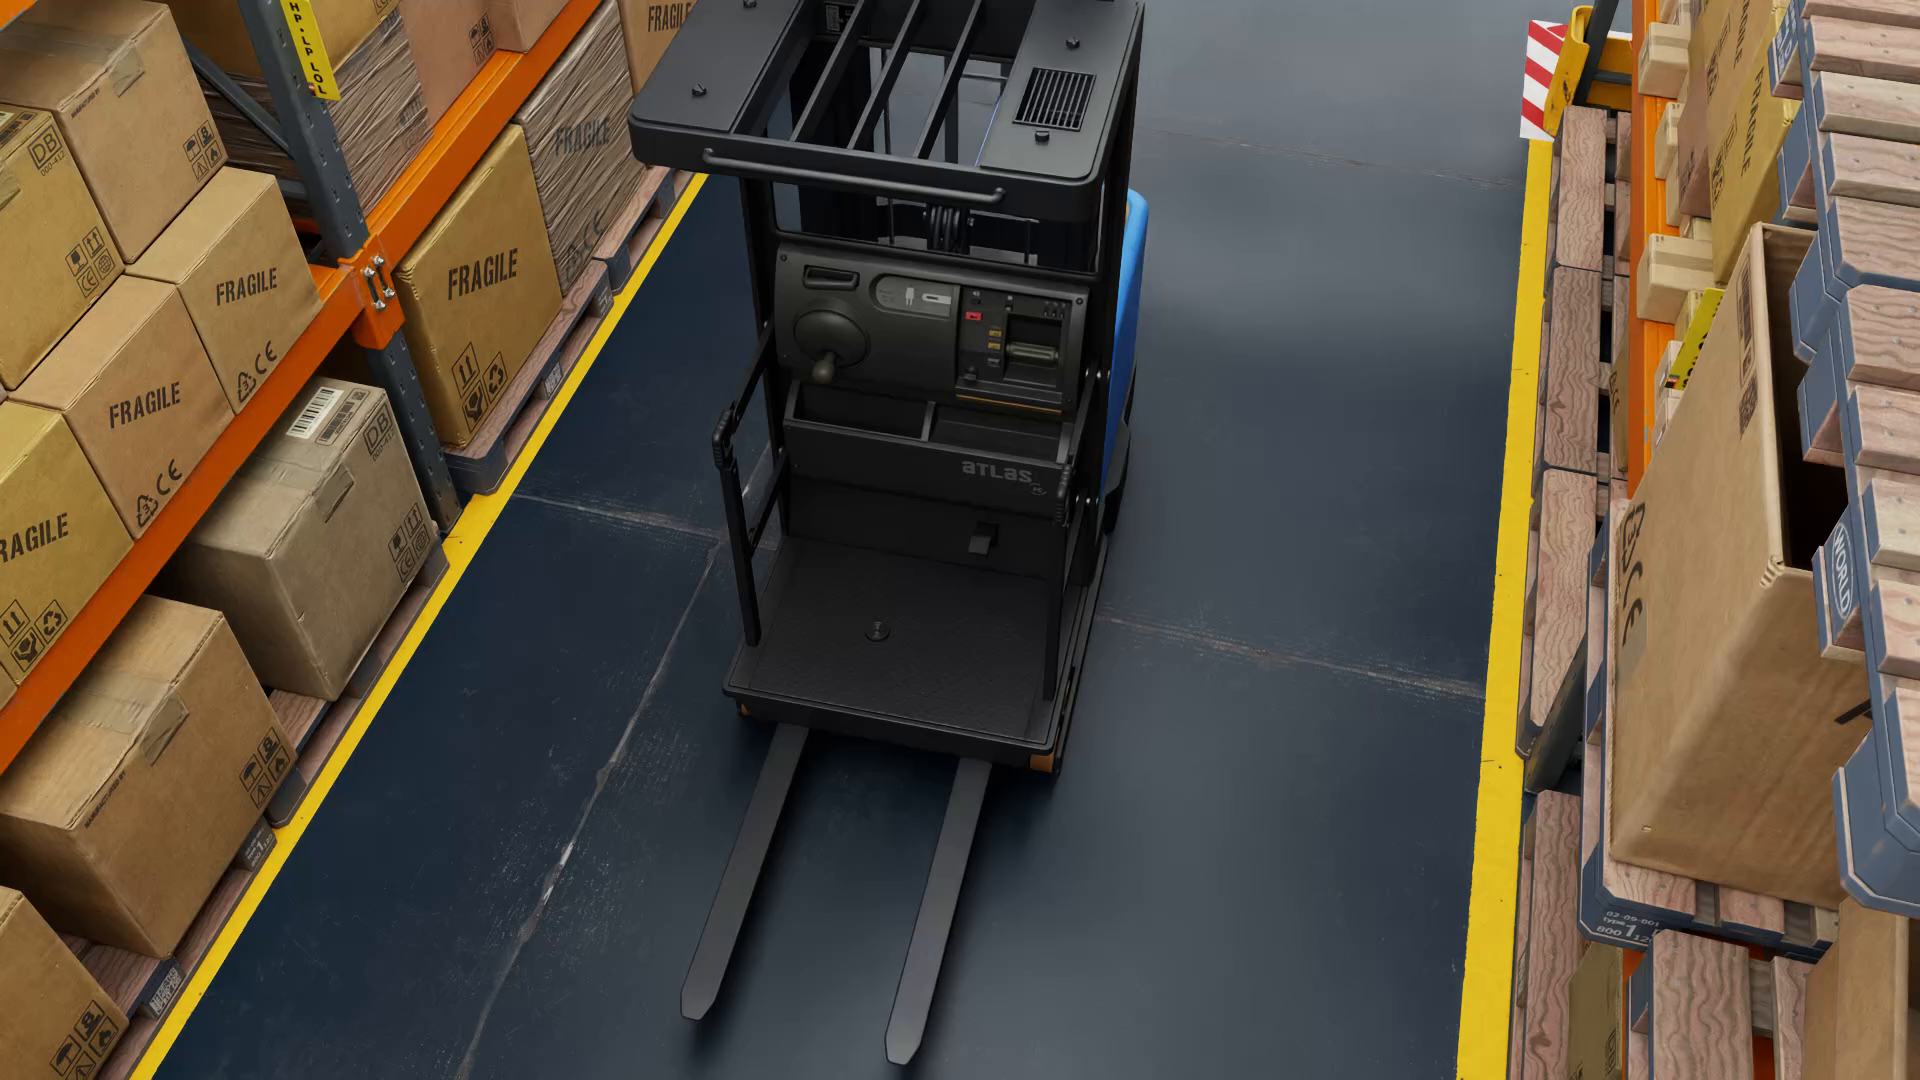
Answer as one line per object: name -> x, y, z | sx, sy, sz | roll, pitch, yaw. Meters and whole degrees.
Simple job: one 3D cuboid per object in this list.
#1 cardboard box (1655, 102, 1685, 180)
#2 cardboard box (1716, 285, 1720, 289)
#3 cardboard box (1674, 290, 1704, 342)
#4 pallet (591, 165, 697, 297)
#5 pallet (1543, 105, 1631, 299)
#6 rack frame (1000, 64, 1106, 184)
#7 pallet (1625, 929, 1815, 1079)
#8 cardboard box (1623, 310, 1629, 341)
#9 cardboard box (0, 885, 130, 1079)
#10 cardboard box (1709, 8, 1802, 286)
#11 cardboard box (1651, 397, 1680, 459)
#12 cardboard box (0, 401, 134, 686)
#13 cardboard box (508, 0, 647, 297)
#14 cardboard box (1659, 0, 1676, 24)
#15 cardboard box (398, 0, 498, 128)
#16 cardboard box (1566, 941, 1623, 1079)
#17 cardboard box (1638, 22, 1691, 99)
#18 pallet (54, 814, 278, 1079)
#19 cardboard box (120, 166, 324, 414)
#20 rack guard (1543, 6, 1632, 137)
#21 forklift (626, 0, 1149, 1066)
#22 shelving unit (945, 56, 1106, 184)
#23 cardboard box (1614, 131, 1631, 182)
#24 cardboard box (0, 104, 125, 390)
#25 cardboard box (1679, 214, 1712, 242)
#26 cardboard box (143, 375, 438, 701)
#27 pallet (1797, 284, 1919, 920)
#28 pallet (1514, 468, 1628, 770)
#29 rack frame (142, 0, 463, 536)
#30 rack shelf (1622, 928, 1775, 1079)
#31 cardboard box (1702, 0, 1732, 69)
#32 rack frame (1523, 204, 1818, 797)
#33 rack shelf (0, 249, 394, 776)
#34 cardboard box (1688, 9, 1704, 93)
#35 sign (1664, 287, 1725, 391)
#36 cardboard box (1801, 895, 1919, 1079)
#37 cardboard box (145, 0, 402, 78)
cardboard box -> 2.547, -1.312, 5.575 | 0.380, 0.149, 0.250 | 12, 50, 10
cardboard box -> 2.709, -0.899, 4.778 | 0.875, 0.500, 0.500 | 12, 50, 10
cardboard box -> 2.337, -0.578, 4.927 | 0.380, 0.149, 0.250 | 12, 50, 10
pallet -> -1.798, -1.649, 7.565 | 1.003, 0.211, 1.213 | 12, 50, 10
pallet -> 3.150, -1.435, 7.376 | 1.003, 0.211, 1.213 | 12, 50, 10
rack frame -> 0.418, -1.920, 6.944 | 0.500, 1.500, 0.032 | 10, 49, 8
pallet -> 1.794, 1.417, 3.127 | 1.003, 0.211, 1.213 | 12, 50, 10
cardboard box -> 2.930, -0.968, 6.491 | 0.500, 0.500, 0.500 | 16, 50, 14
cardboard box -> -2.972, 1.291, 4.330 | 1.050, 0.750, 0.750 | 12, 50, 11
cardboard box -> 2.218, -0.942, 4.149 | 0.500, 0.500, 0.500 | 12, 50, 10
cardboard box -> 2.138, -0.230, 4.620 | 0.380, 0.149, 0.250 | 12, 50, 10
cardboard box -> -2.538, -0.024, 4.204 | 0.500, 0.500, 0.500 | 12, 50, 10
cardboard box -> -1.926, -1.682, 6.870 | 0.875, 0.875, 0.875 | 12, 50, 10
cardboard box -> 2.830, -2.032, 6.210 | 0.380, 0.149, 0.250 | 12, 50, 10
cardboard box -> -2.185, -1.873, 5.802 | 0.875, 0.550, 0.550 | 12, 50, 10
cardboard box -> 2.039, 1.363, 4.420 | 0.700, 0.500, 0.500 | 11, 50, 10
cardboard box -> 2.625, -1.685, 5.904 | 0.380, 0.149, 0.250 | 12, 50, 10
pallet -> -2.843, 1.229, 5.024 | 1.003, 0.211, 1.213 | 12, 50, 10
cardboard box -> -2.272, -0.755, 4.849 | 0.500, 0.500, 0.500 | 11, 50, 10
rack guard -> 3.398, -2.111, 7.780 | 1.175, 0.500, 0.348 | 12, 50, 10
forklift -> -0.138, -0.513, 4.748 | 1.130, 2.935, 3.031 | 10, 49, 8
shelving unit -> 0.306, -1.549, 6.616 | 0.538, 1.500, 1.048 | 10, 49, 8
cardboard box -> 3.238, -1.857, 7.275 | 0.500, 0.500, 0.500 | 20, 52, 17
cardboard box -> -2.651, -0.783, 4.207 | 0.700, 0.500, 0.500 | 11, 49, 9
cardboard box -> 2.488, -0.936, 5.243 | 0.380, 0.149, 0.250 | 12, 50, 10
cardboard box -> -2.470, -0.080, 5.540 | 1.050, 0.750, 0.750 | 11, 50, 10
pallet -> 1.830, 0.146, 2.245 | 1.213, 0.211, 1.003 | 12, 50, 10
pallet -> 2.508, 0.330, 5.818 | 1.003, 0.211, 1.213 | 12, 50, 10
rack frame -> -2.393, -1.152, 5.266 | 1.000, 3.000, 0.127 | 12, 50, 10
rack shelf -> 1.839, 1.585, 3.330 | 1.077, 0.370, 4.000 | 12, 50, 10
cardboard box -> 2.481, -1.665, 4.787 | 0.500, 0.500, 0.500 | 12, 50, 10
rack frame -> 2.365, -0.100, 4.338 | 1.000, 3.000, 0.127 | 12, 50, 10
rack shelf -> -2.919, 0.533, 4.259 | 1.077, 0.370, 4.000 | 12, 50, 10
cardboard box -> 2.915, -1.634, 5.427 | 0.875, 0.500, 0.500 | 12, 50, 10
sign -> 1.840, -0.488, 4.103 | 0.100, 0.325, 0.005 | 12, 50, 10
cardboard box -> 1.998, 0.999, 3.019 | 0.797, 0.503, 0.637 | 16, 51, 14
cardboard box -> -2.263, -1.819, 5.034 | 0.875, 0.550, 0.550 | 12, 50, 10
